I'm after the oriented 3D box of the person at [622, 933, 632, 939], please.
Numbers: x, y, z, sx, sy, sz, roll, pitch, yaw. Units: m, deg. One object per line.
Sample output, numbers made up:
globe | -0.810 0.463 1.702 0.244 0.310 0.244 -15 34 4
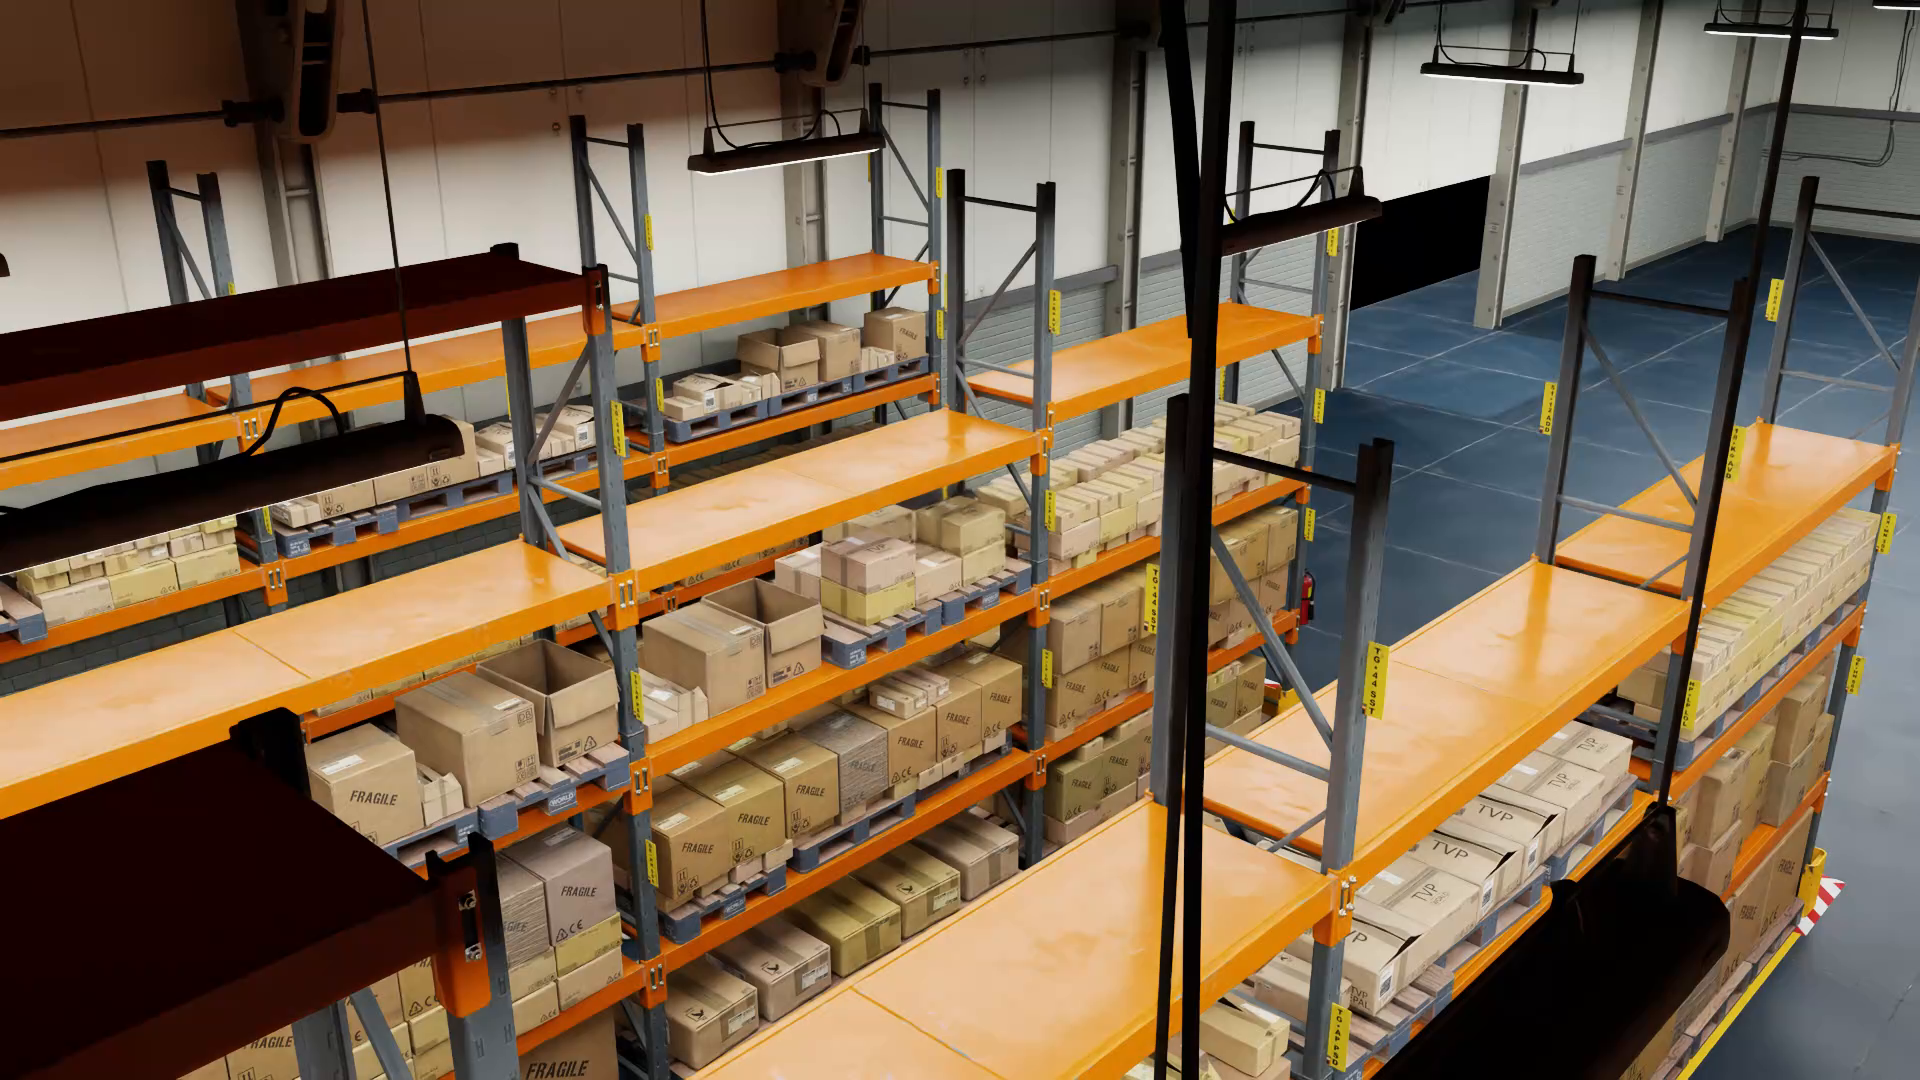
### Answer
person | -2.647 2.417 13.502 0.500 1.669 0.512 16 26 35
